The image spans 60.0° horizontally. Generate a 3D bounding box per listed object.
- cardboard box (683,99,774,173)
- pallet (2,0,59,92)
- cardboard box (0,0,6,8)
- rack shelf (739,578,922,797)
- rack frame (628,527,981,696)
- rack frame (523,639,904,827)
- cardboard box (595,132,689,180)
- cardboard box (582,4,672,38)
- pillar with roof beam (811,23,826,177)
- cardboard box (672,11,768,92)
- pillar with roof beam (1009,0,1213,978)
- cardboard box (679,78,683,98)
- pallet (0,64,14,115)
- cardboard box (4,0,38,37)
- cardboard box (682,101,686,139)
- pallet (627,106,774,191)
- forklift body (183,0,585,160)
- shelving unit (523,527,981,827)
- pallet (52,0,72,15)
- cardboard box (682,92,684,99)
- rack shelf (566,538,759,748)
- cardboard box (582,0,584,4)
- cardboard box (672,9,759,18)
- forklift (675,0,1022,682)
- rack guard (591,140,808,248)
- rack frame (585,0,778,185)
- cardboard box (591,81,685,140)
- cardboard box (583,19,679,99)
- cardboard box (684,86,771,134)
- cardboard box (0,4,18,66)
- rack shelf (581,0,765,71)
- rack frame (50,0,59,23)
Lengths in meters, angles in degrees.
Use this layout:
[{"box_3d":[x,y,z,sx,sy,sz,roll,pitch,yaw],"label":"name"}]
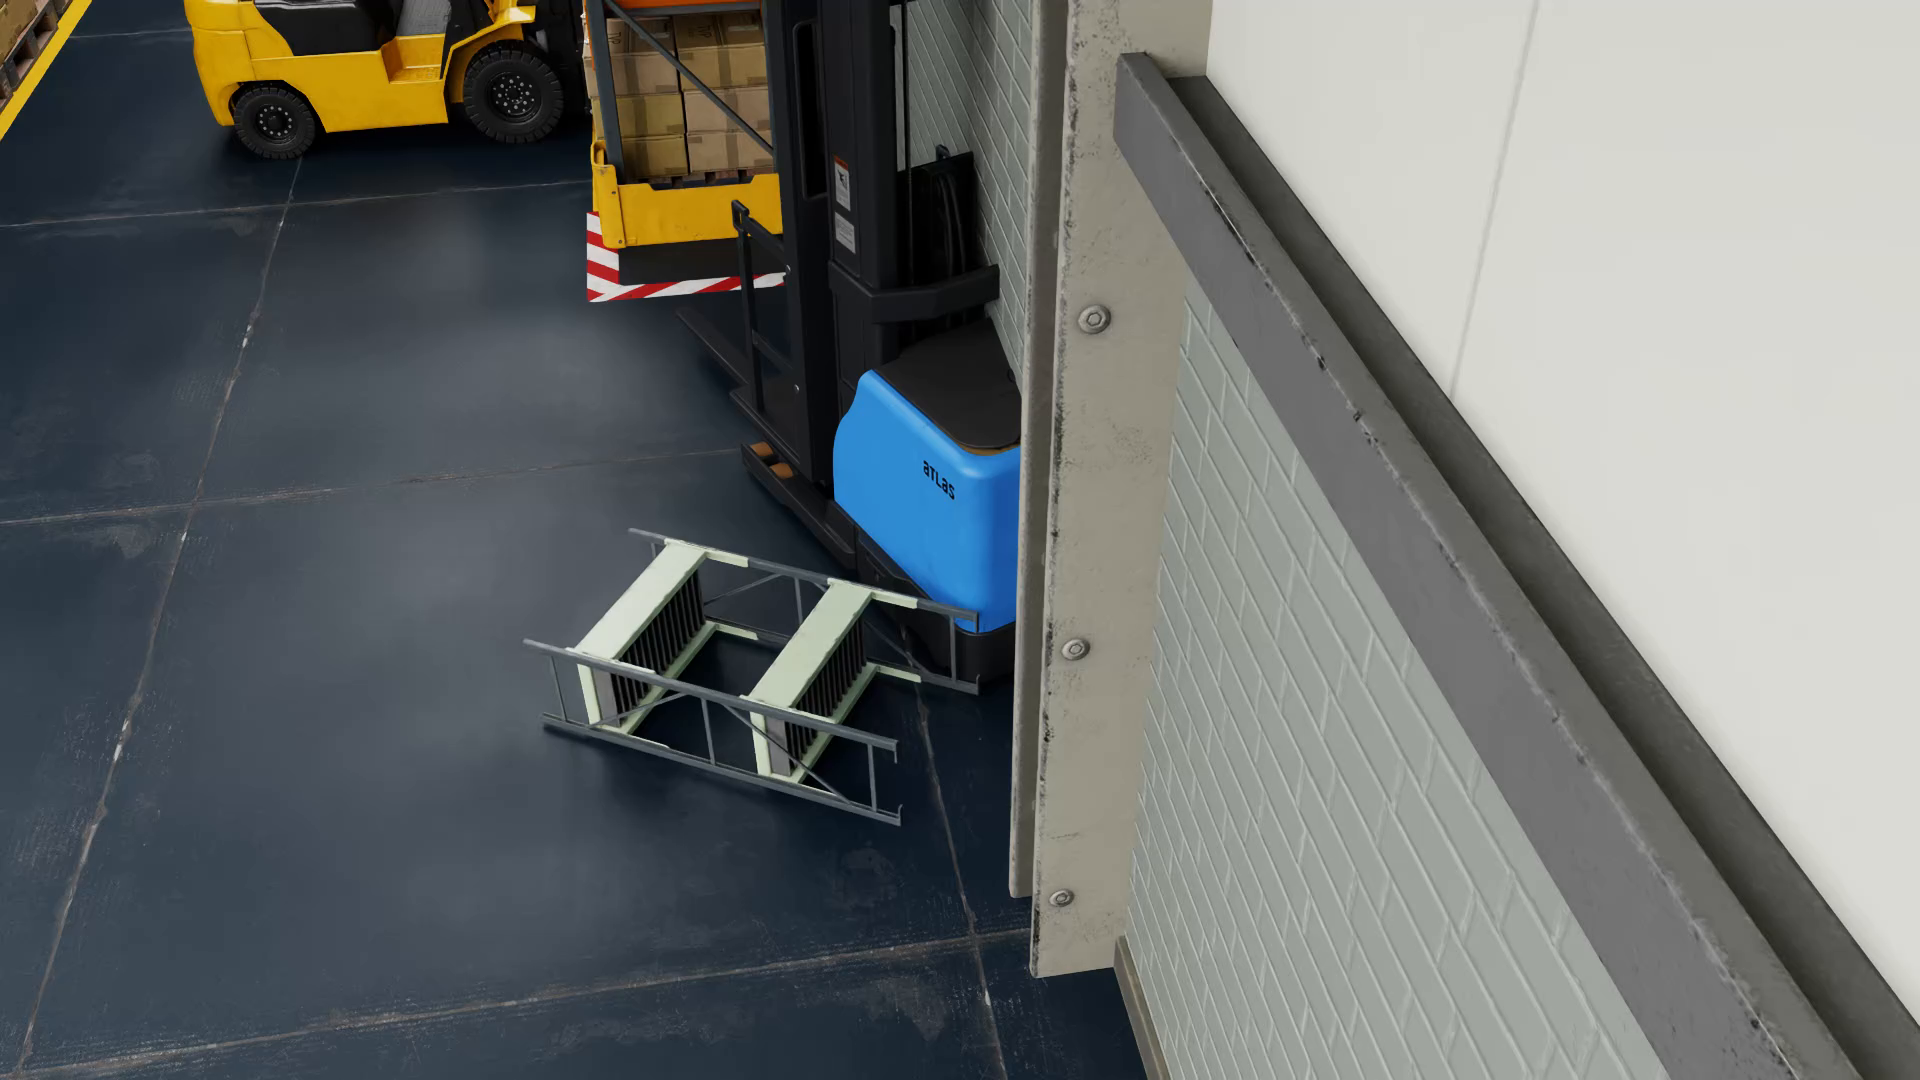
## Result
[{"box_3d":[-1.358,-2.398,9.791,0.500,0.250,0.500,-6,38,-8],"label":"cardboard box"},{"box_3d":[-6.899,-3.377,11.425,1.003,0.211,1.213,-6,38,-8],"label":"pallet"},{"box_3d":[-6.593,-3.621,10.754,0.500,0.500,0.500,-6,38,-7],"label":"cardboard box"},{"box_3d":[-0.460,0.549,6.148,0.370,0.431,0.720,13,39,18],"label":"rack shelf"},{"box_3d":[-0.623,0.274,6.519,1.500,0.400,0.023,13,39,18],"label":"rack frame"},{"box_3d":[-0.901,0.686,5.982,1.500,0.400,0.023,13,39,18],"label":"rack frame"},{"box_3d":[-1.857,-2.330,9.704,0.500,0.250,0.500,-6,38,-8],"label":"cardboard box"},{"box_3d":[-1.947,-3.028,9.786,0.500,0.250,0.500,-6,38,-7],"label":"cardboard box"},{"box_3d":[-4.937,-5.424,6.897,9.100,9.000,0.400,-6,38,-8],"label":"pillar with roof beam"},{"box_3d":[-1.362,-2.786,9.475,0.500,0.250,0.500,-7,38,-9],"label":"cardboard box"},{"box_3d":[-3.885,-1.800,2.232,9.100,9.000,0.400,-6,38,-8],"label":"pillar with roof beam"},{"box_3d":[-1.934,-2.843,9.955,0.500,0.250,0.500,-7,38,-8],"label":"cardboard box"},{"box_3d":[-6.682,-2.639,10.475,1.003,0.211,1.213,-6,38,-8],"label":"pallet"},{"box_3d":[-6.683,-3.632,11.379,0.500,0.250,0.500,-5,38,-6],"label":"cardboard box"},{"box_3d":[-1.935,-2.632,10.092,0.500,0.250,0.500,-6,38,-8],"label":"cardboard box"},{"box_3d":[-1.639,-2.357,10.112,1.003,0.211,1.213,-6,38,-8],"label":"pallet"},{"box_3d":[-3.593,-3.615,10.150,2.313,2.155,1.214,-6,38,-8],"label":"forklift body"},{"box_3d":[-0.762,0.480,6.251,1.500,0.431,0.755,13,39,18],"label":"shelving unit"},{"box_3d":[-7.189,-4.249,12.548,1.003,0.211,1.213,-6,38,-8],"label":"pallet"},{"box_3d":[-1.441,-2.886,10.012,0.500,0.250,0.500,-7,38,-8],"label":"cardboard box"},{"box_3d":[-1.123,0.397,6.374,0.370,0.431,0.720,13,39,18],"label":"rack shelf"},{"box_3d":[-2.045,-3.332,10.177,0.500,0.250,0.500,-6,38,-7],"label":"cardboard box"},{"box_3d":[-1.453,-3.088,9.863,0.500,0.250,0.500,-6,38,-8],"label":"cardboard box"},{"box_3d":[-0.339,-1.481,6.768,1.130,2.935,3.031,-22,43,-25],"label":"forklift"},{"box_3d":[-1.460,-1.999,9.416,1.175,0.500,0.348,-6,38,-8],"label":"rack guard"},{"box_3d":[-1.464,-3.001,8.667,1.000,3.000,0.127,-6,38,-8],"label":"rack frame"},{"box_3d":[-1.857,-2.538,9.564,0.500,0.250,0.500,-7,38,-9],"label":"cardboard box"},{"box_3d":[-1.852,-2.720,9.390,0.500,0.250,0.500,-5,38,-6],"label":"cardboard box"},{"box_3d":[-1.342,-2.584,9.623,0.500,0.250,0.500,-6,38,-7],"label":"cardboard box"},{"box_3d":[-6.580,-3.312,10.967,0.500,0.250,0.500,-7,38,-9],"label":"cardboard box"},{"box_3d":[-1.815,-3.925,10.443,1.077,0.370,4.000,-6,38,-8],"label":"rack shelf"},{"box_3d":[-7.051,-4.881,11.087,1.000,3.000,0.127,-6,38,-8],"label":"rack frame"}]
